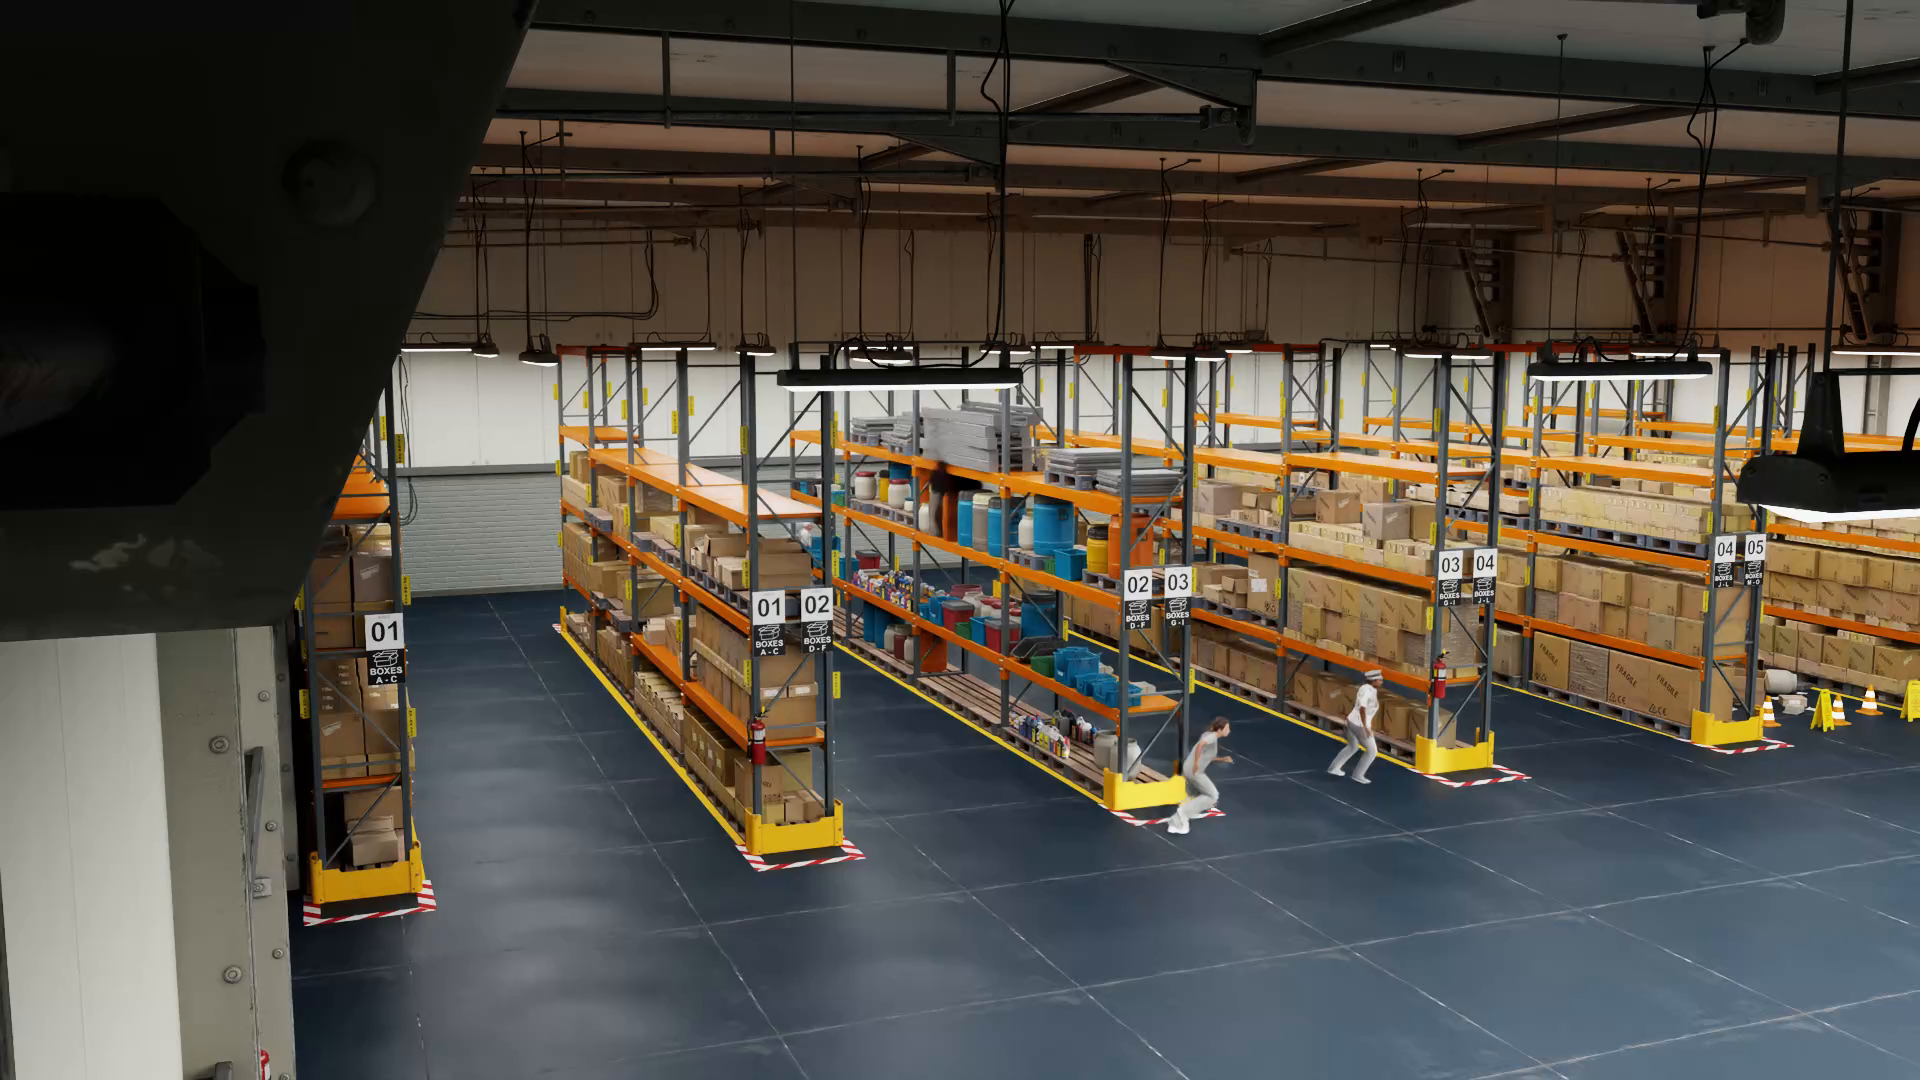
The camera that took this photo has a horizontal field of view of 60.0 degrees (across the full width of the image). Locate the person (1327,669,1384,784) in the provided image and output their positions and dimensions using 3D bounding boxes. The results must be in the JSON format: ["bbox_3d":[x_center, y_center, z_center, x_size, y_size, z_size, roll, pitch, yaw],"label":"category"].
[{"bbox_3d":[5.537,2.602,23.231,0.710,1.635,0.608,1,7,5],"label":"person"}]

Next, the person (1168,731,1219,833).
[{"bbox_3d":[2.924,3.050,20.837,0.628,1.302,0.546,0,7,1],"label":"person"}]

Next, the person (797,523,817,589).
[{"bbox_3d":[-3.732,0.432,39.662,0.729,1.793,0.644,0,7,-1],"label":"person"}]
